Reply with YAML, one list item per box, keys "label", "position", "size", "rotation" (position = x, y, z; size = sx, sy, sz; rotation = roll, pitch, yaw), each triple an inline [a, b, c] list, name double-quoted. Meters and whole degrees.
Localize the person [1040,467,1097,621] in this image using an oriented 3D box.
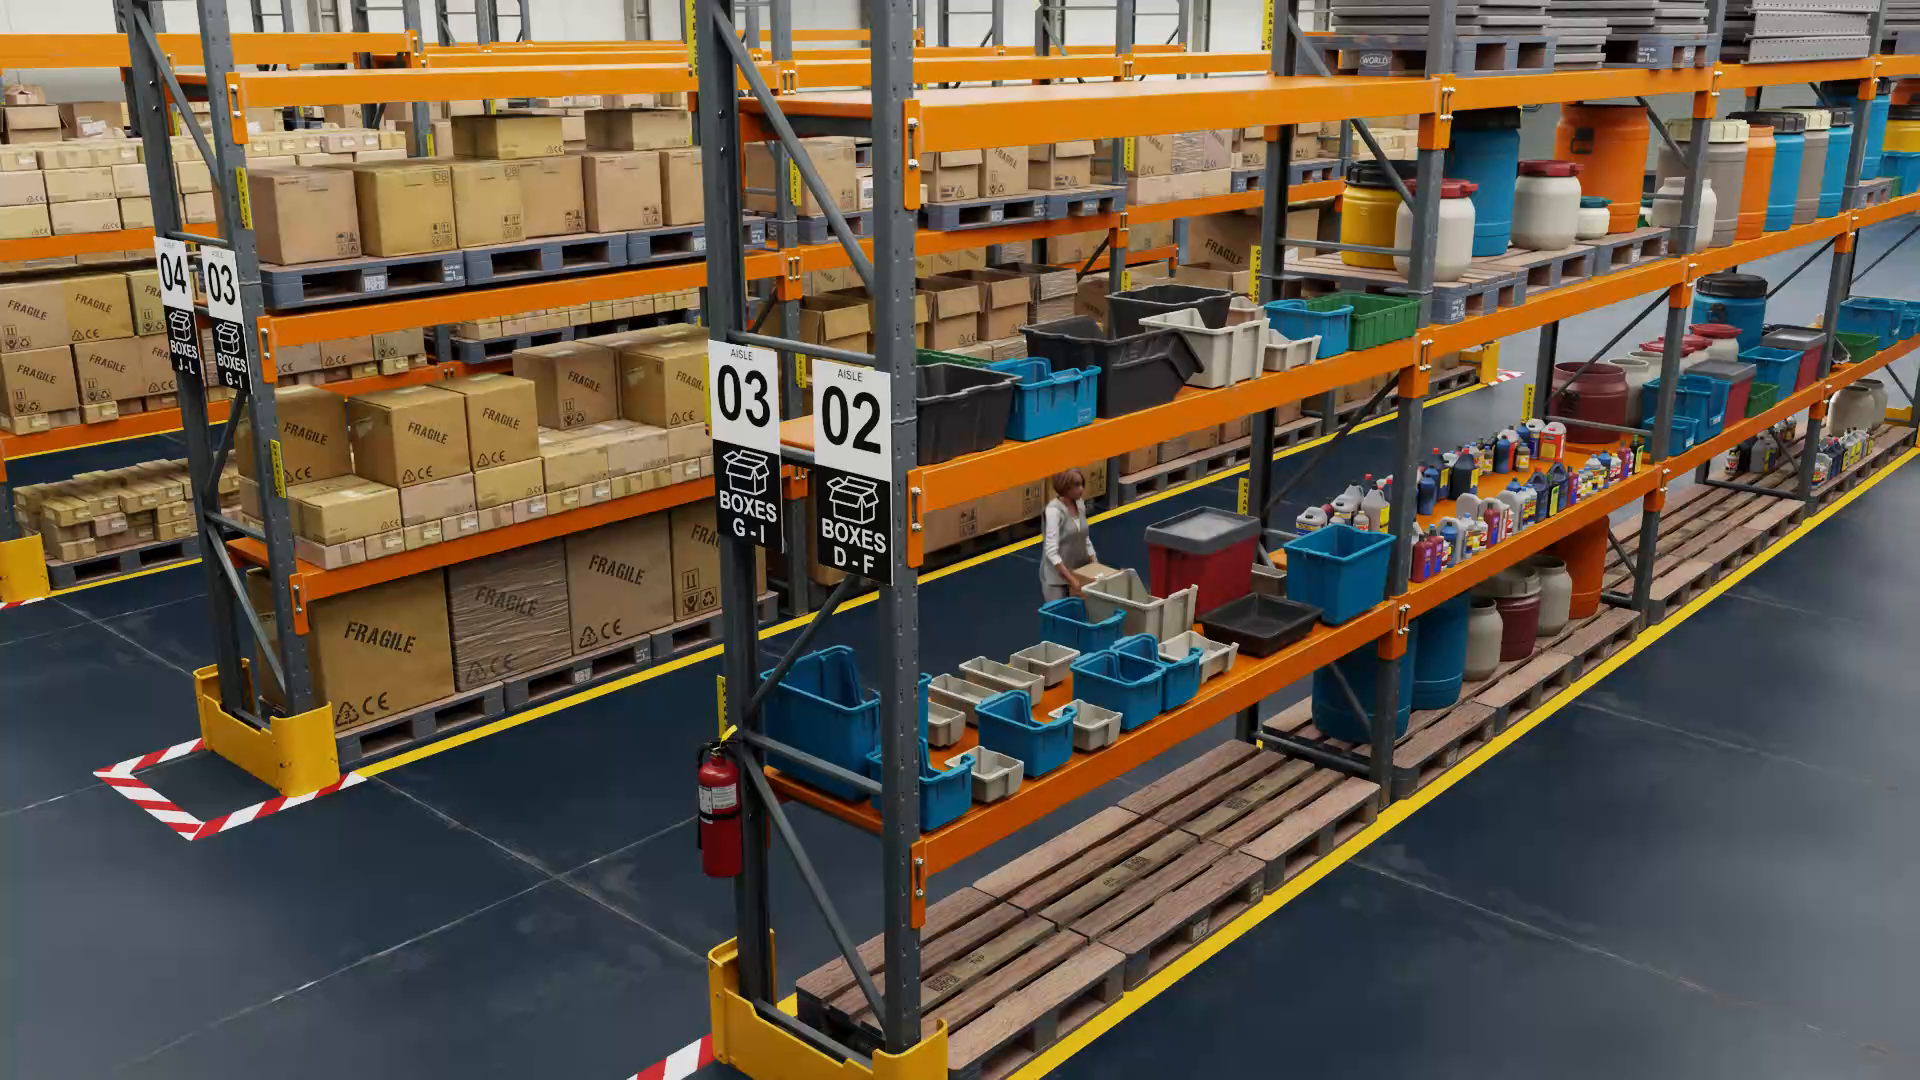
- label: "person"
  position: [0.723, 0.278, 11.169]
  size: [0.347, 1.592, 0.483]
  rotation: [13, 21, 36]
